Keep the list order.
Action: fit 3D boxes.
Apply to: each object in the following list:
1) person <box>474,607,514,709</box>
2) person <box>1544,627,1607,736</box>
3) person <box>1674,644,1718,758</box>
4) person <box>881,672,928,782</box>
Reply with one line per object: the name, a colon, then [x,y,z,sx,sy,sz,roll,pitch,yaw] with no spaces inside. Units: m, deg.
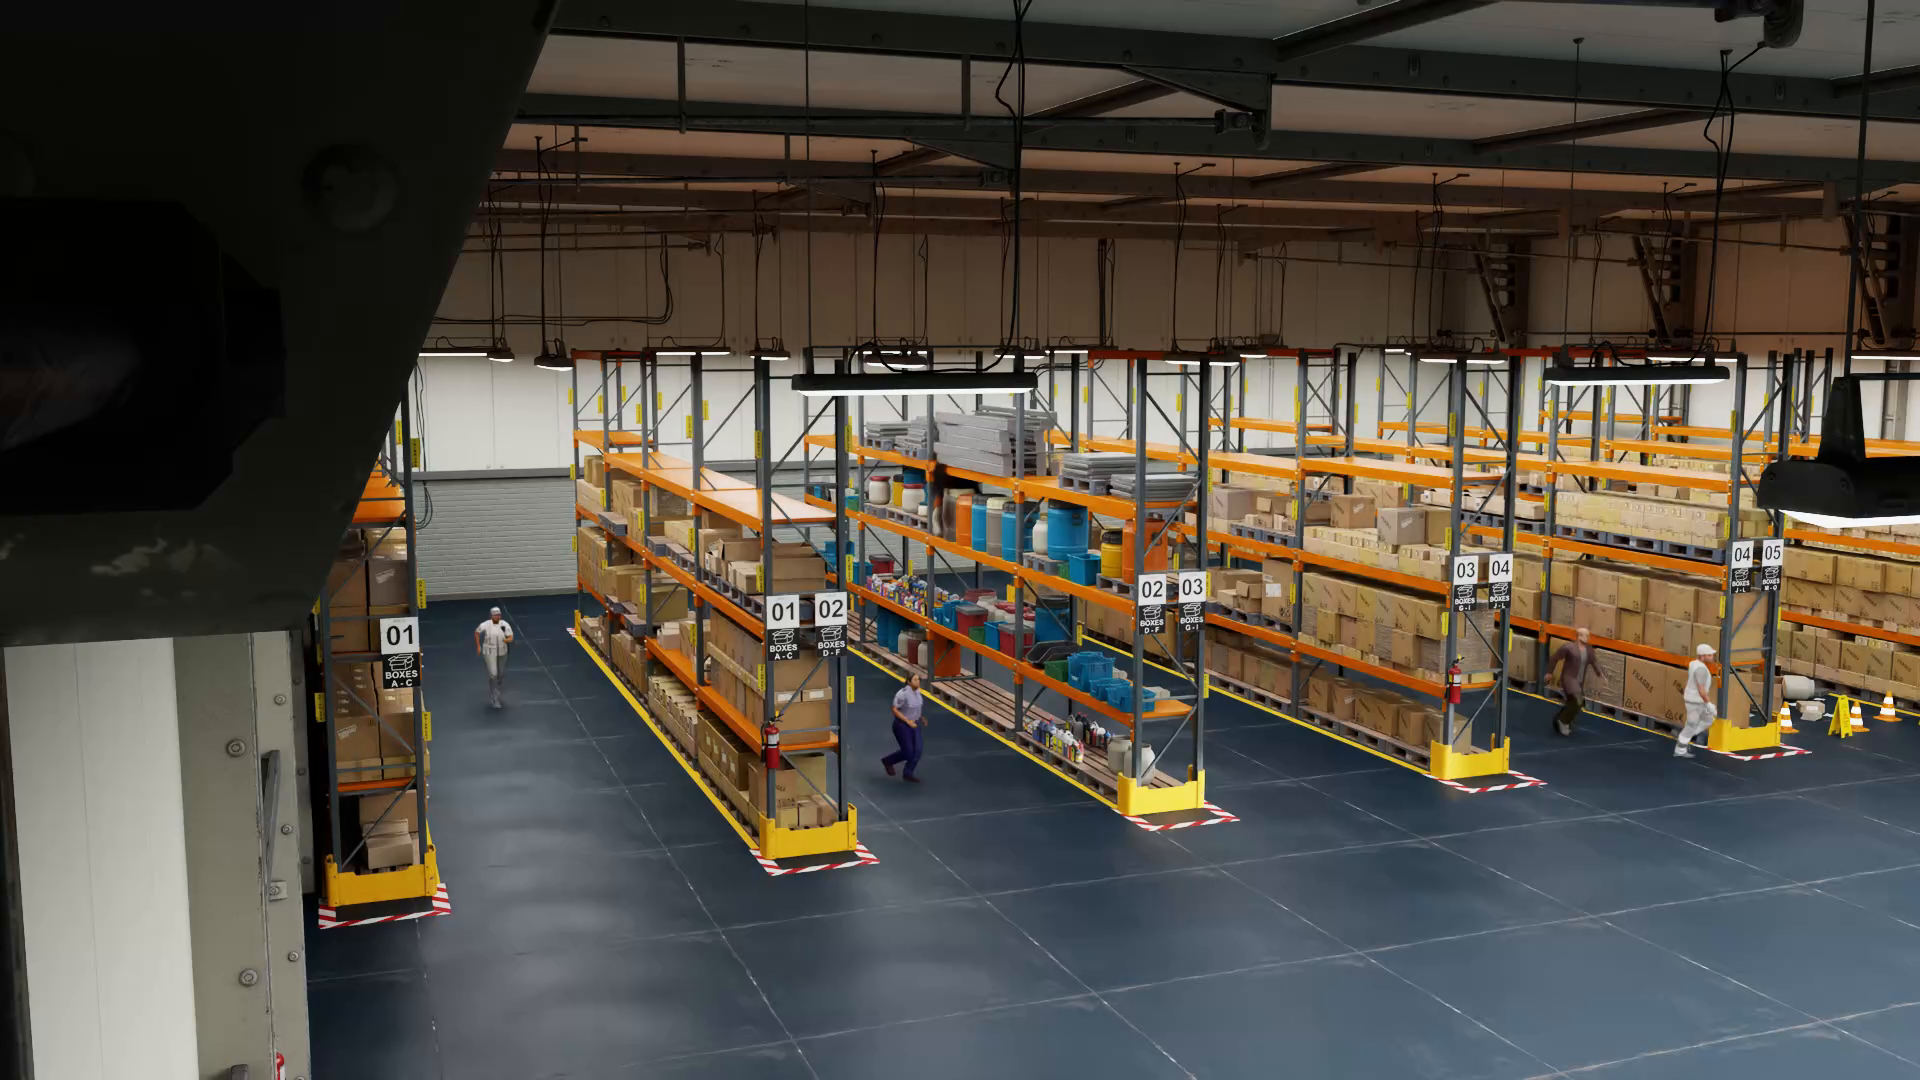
person: [-7.926,1.987,28.373,0.589,1.725,0.840,-4,8,-31]
person: [9.686,2.220,26.083,0.665,1.729,0.881,-4,8,-29]
person: [10.944,2.402,24.696,0.540,1.754,0.652,3,8,20]
person: [-0.795,2.633,23.585,0.637,1.595,0.607,5,9,36]
